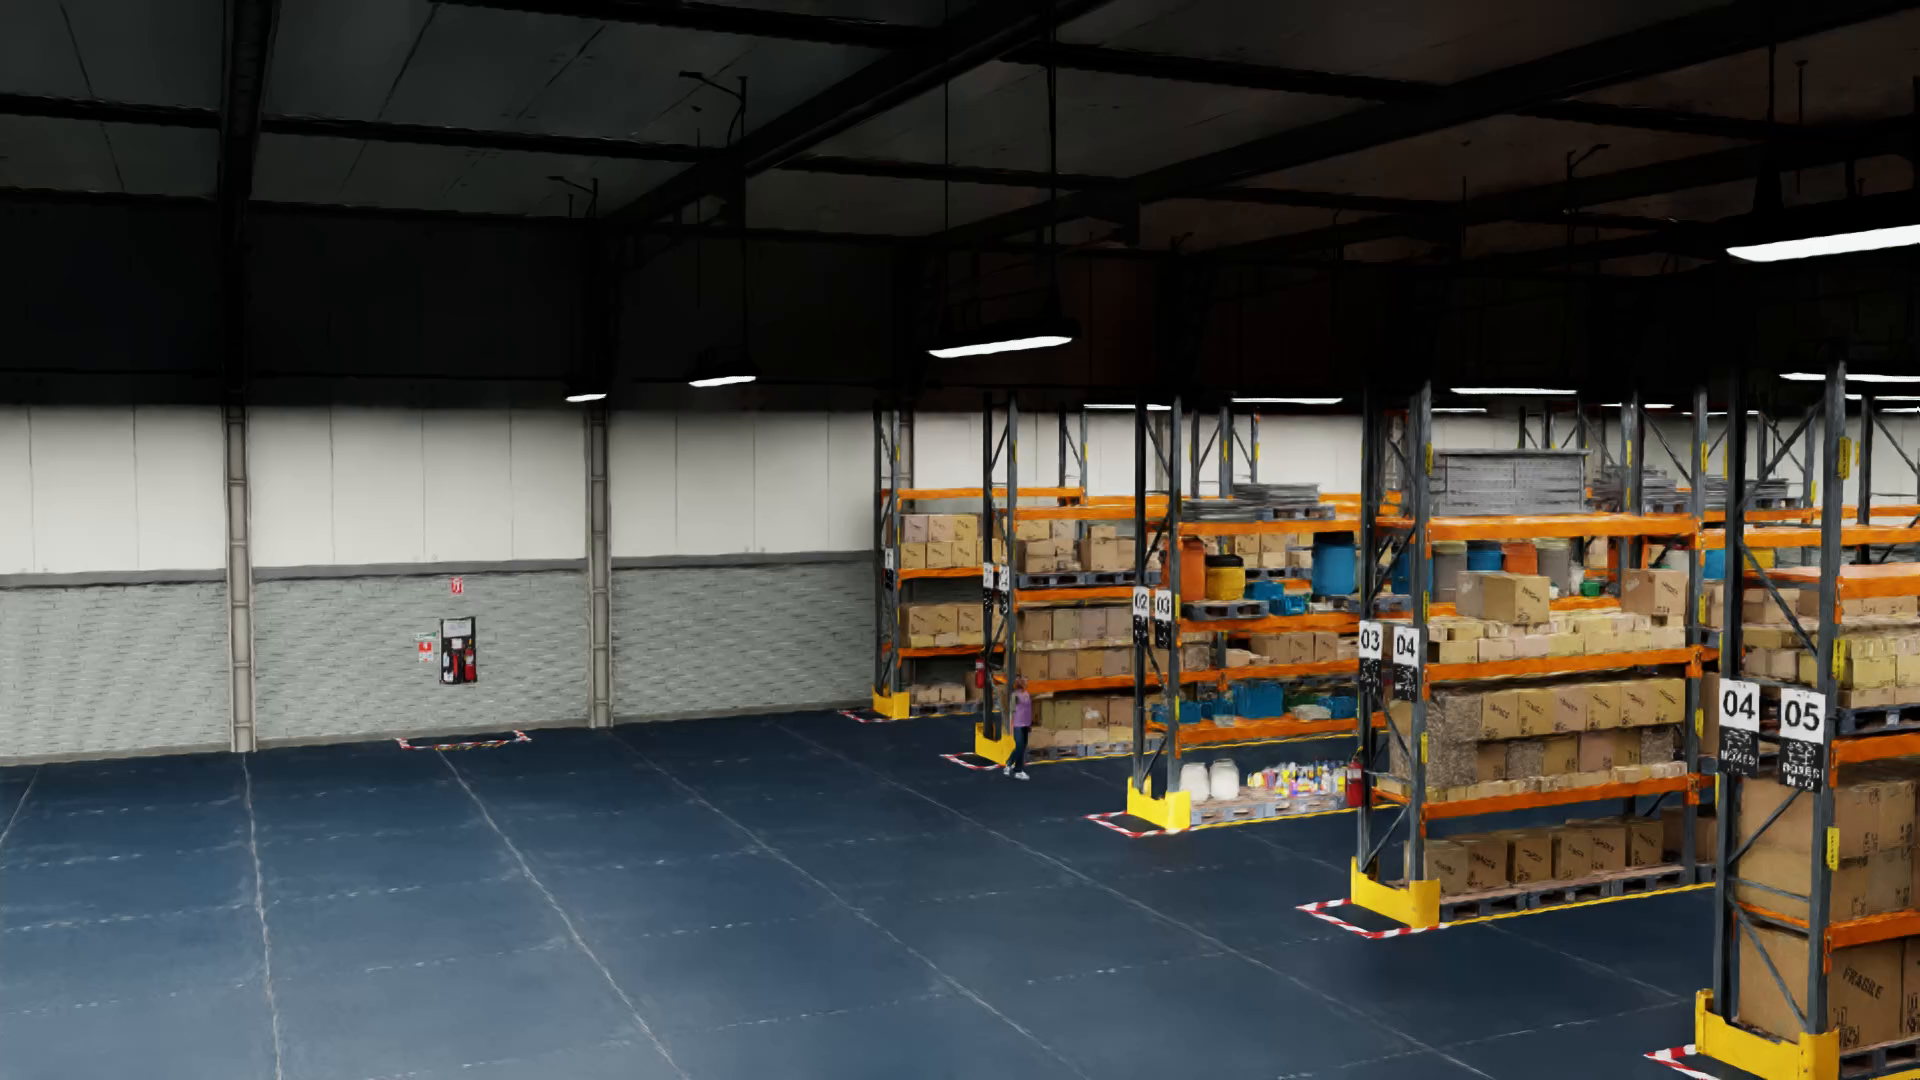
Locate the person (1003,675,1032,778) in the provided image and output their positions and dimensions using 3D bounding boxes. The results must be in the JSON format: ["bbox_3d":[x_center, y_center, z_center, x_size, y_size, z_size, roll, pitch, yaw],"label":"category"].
[{"bbox_3d":[0.897,2.874,25.641,0.407,1.594,0.458,3,4,37],"label":"person"}]
